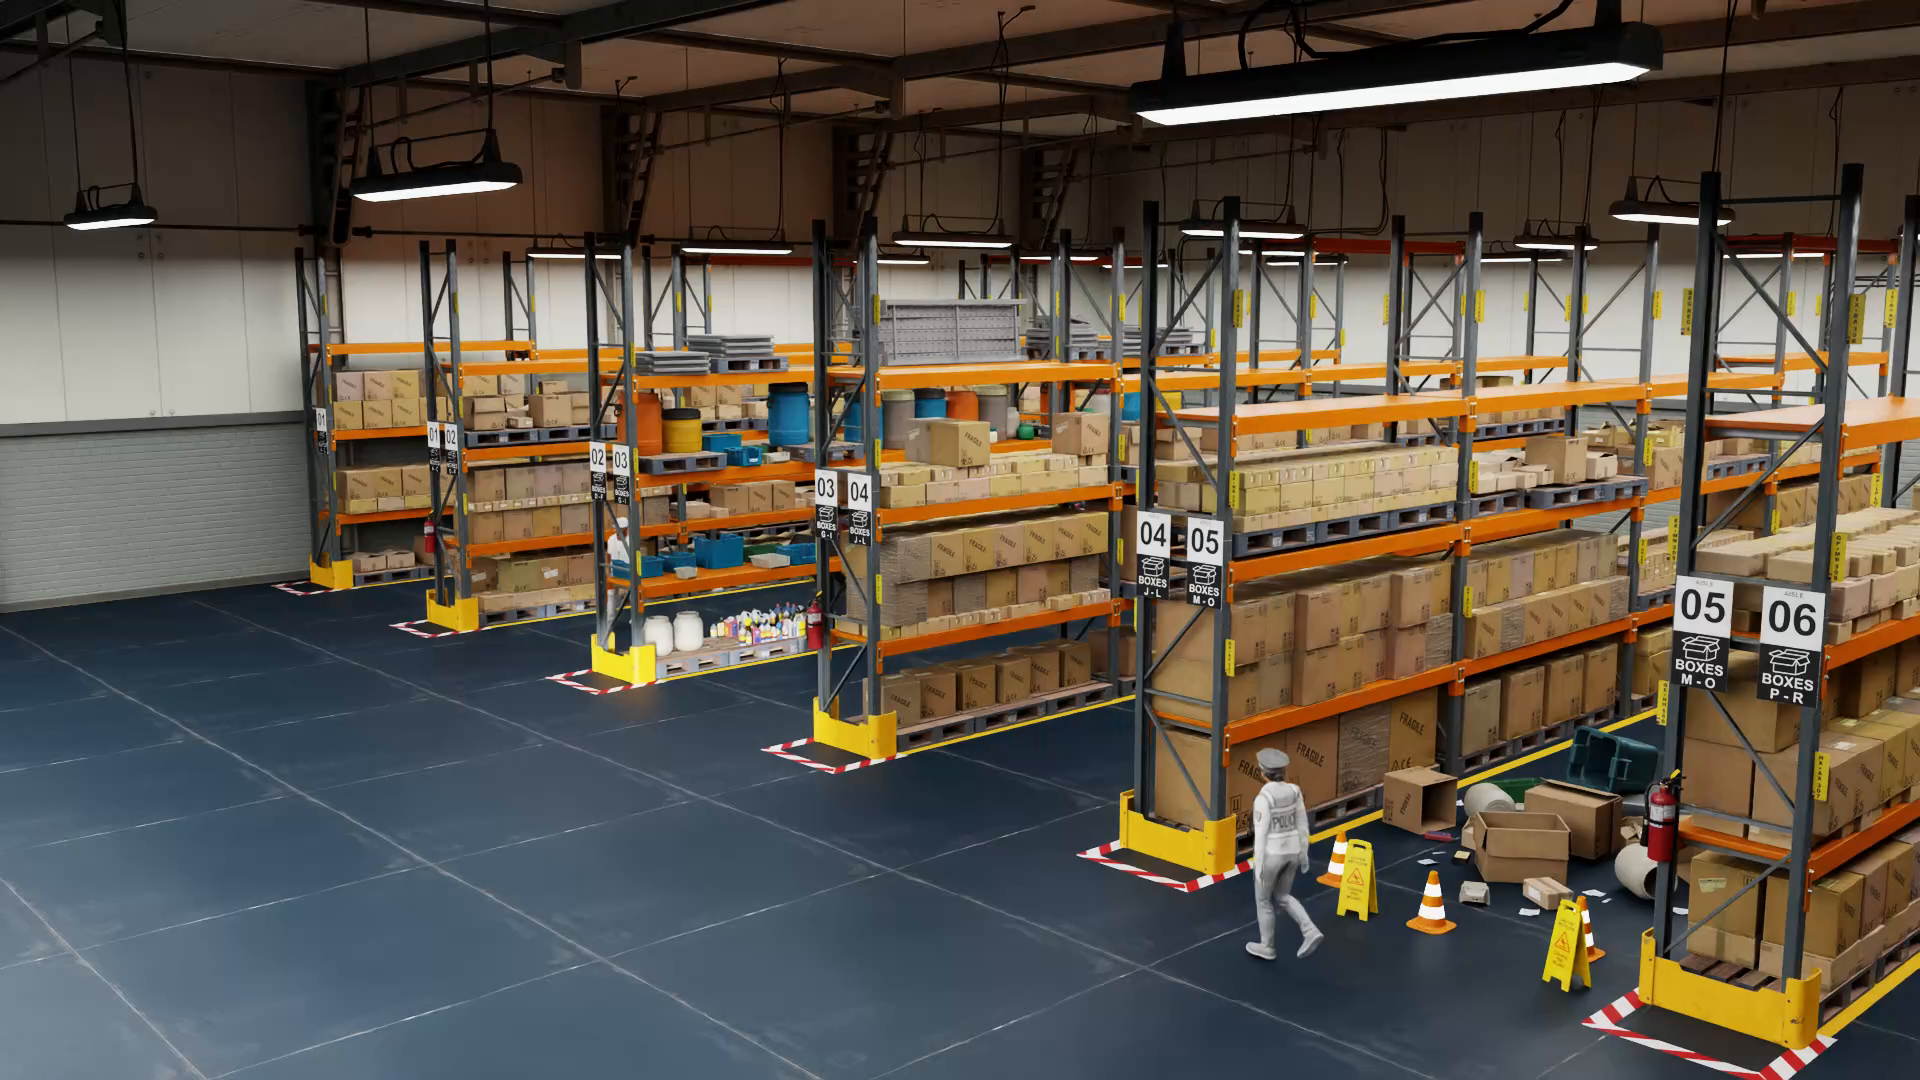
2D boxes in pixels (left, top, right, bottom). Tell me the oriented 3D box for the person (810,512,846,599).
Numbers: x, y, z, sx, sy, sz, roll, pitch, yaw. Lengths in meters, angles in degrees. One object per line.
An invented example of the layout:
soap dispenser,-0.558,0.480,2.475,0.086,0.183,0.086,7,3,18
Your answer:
person,-2.159,0.116,27.602,0.668,1.774,0.786,5,10,31

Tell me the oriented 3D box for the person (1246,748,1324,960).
person,2.512,2.459,12.861,0.493,1.660,0.647,-6,10,-34

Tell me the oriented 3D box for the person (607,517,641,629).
person,-5.257,0.499,25.888,0.593,1.718,0.950,1,8,7
